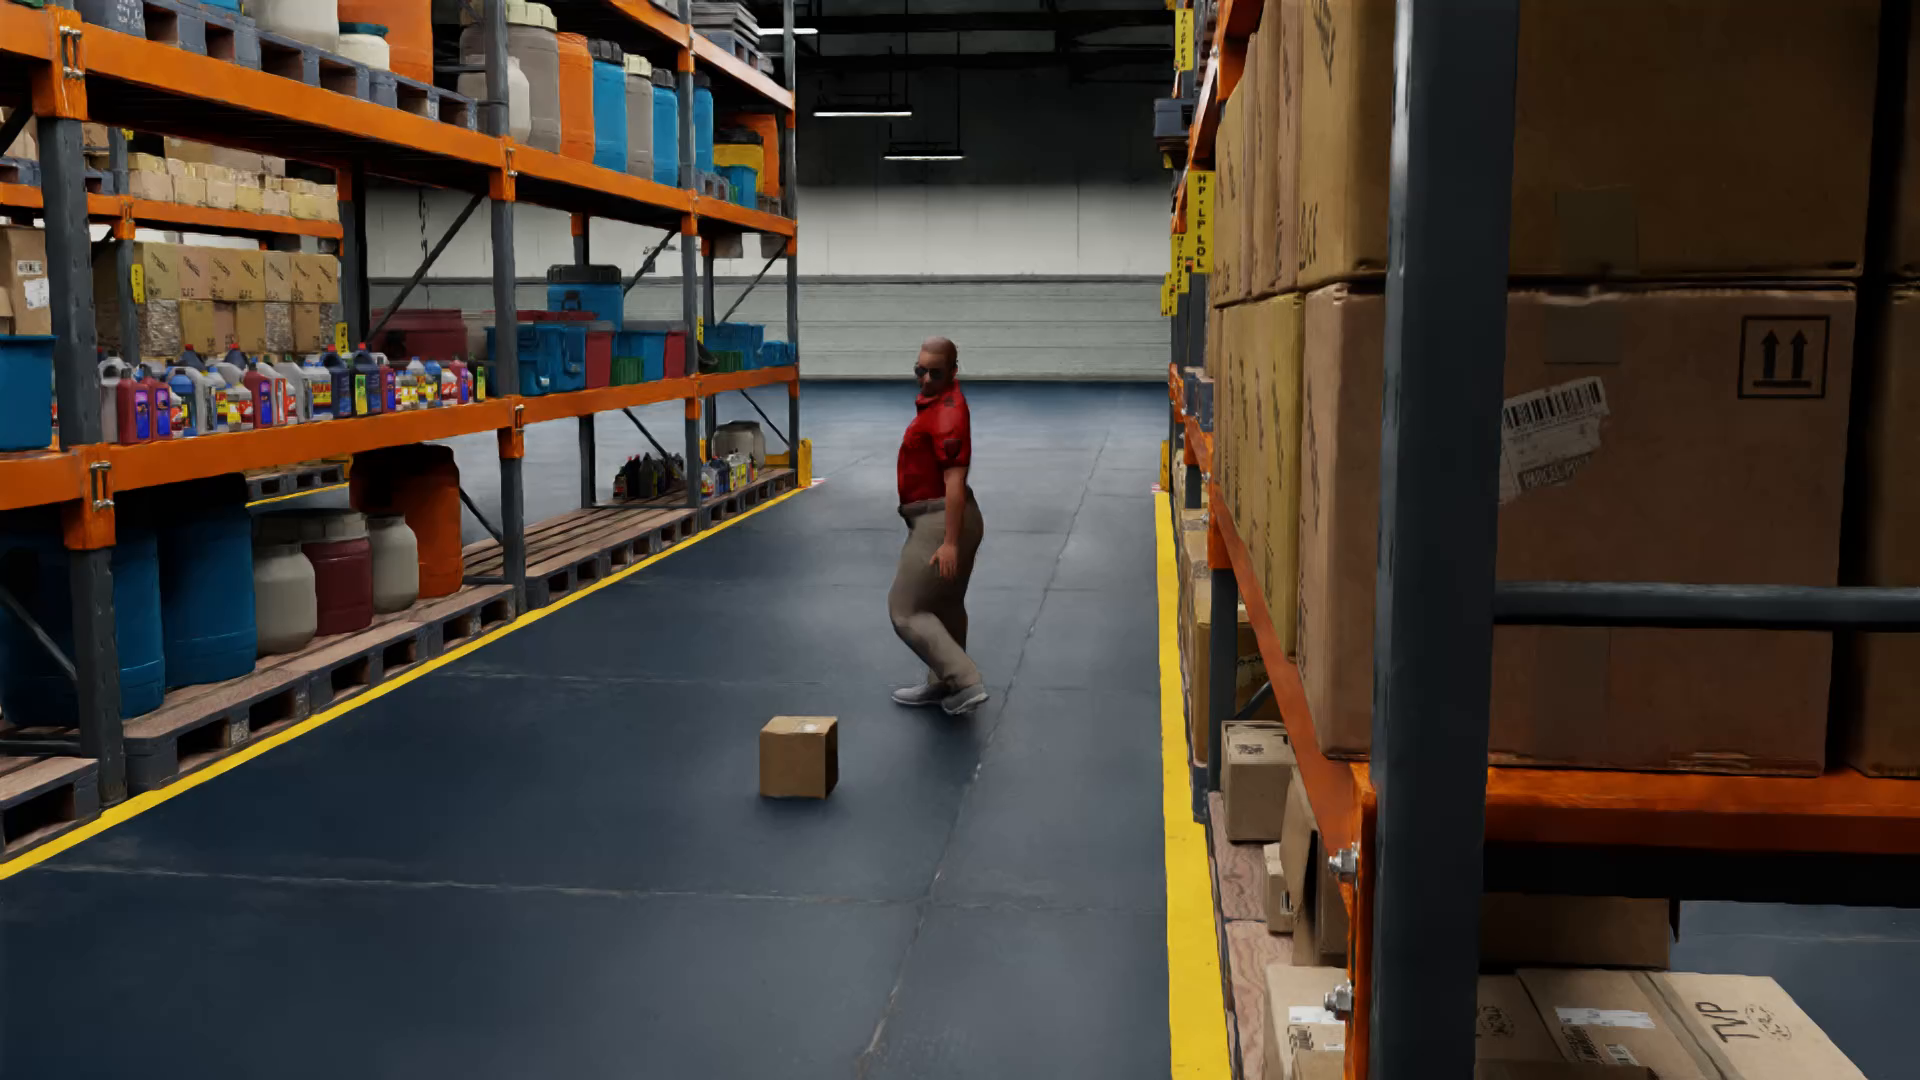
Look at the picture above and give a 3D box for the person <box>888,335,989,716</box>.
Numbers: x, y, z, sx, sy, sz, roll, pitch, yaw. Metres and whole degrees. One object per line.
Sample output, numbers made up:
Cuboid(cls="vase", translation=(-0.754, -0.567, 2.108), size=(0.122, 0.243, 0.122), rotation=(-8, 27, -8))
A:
Cuboid(cls="person", translation=(-0.096, -0.043, 7.299), size=(0.525, 1.694, 0.675), rotation=(1, 8, 9))
